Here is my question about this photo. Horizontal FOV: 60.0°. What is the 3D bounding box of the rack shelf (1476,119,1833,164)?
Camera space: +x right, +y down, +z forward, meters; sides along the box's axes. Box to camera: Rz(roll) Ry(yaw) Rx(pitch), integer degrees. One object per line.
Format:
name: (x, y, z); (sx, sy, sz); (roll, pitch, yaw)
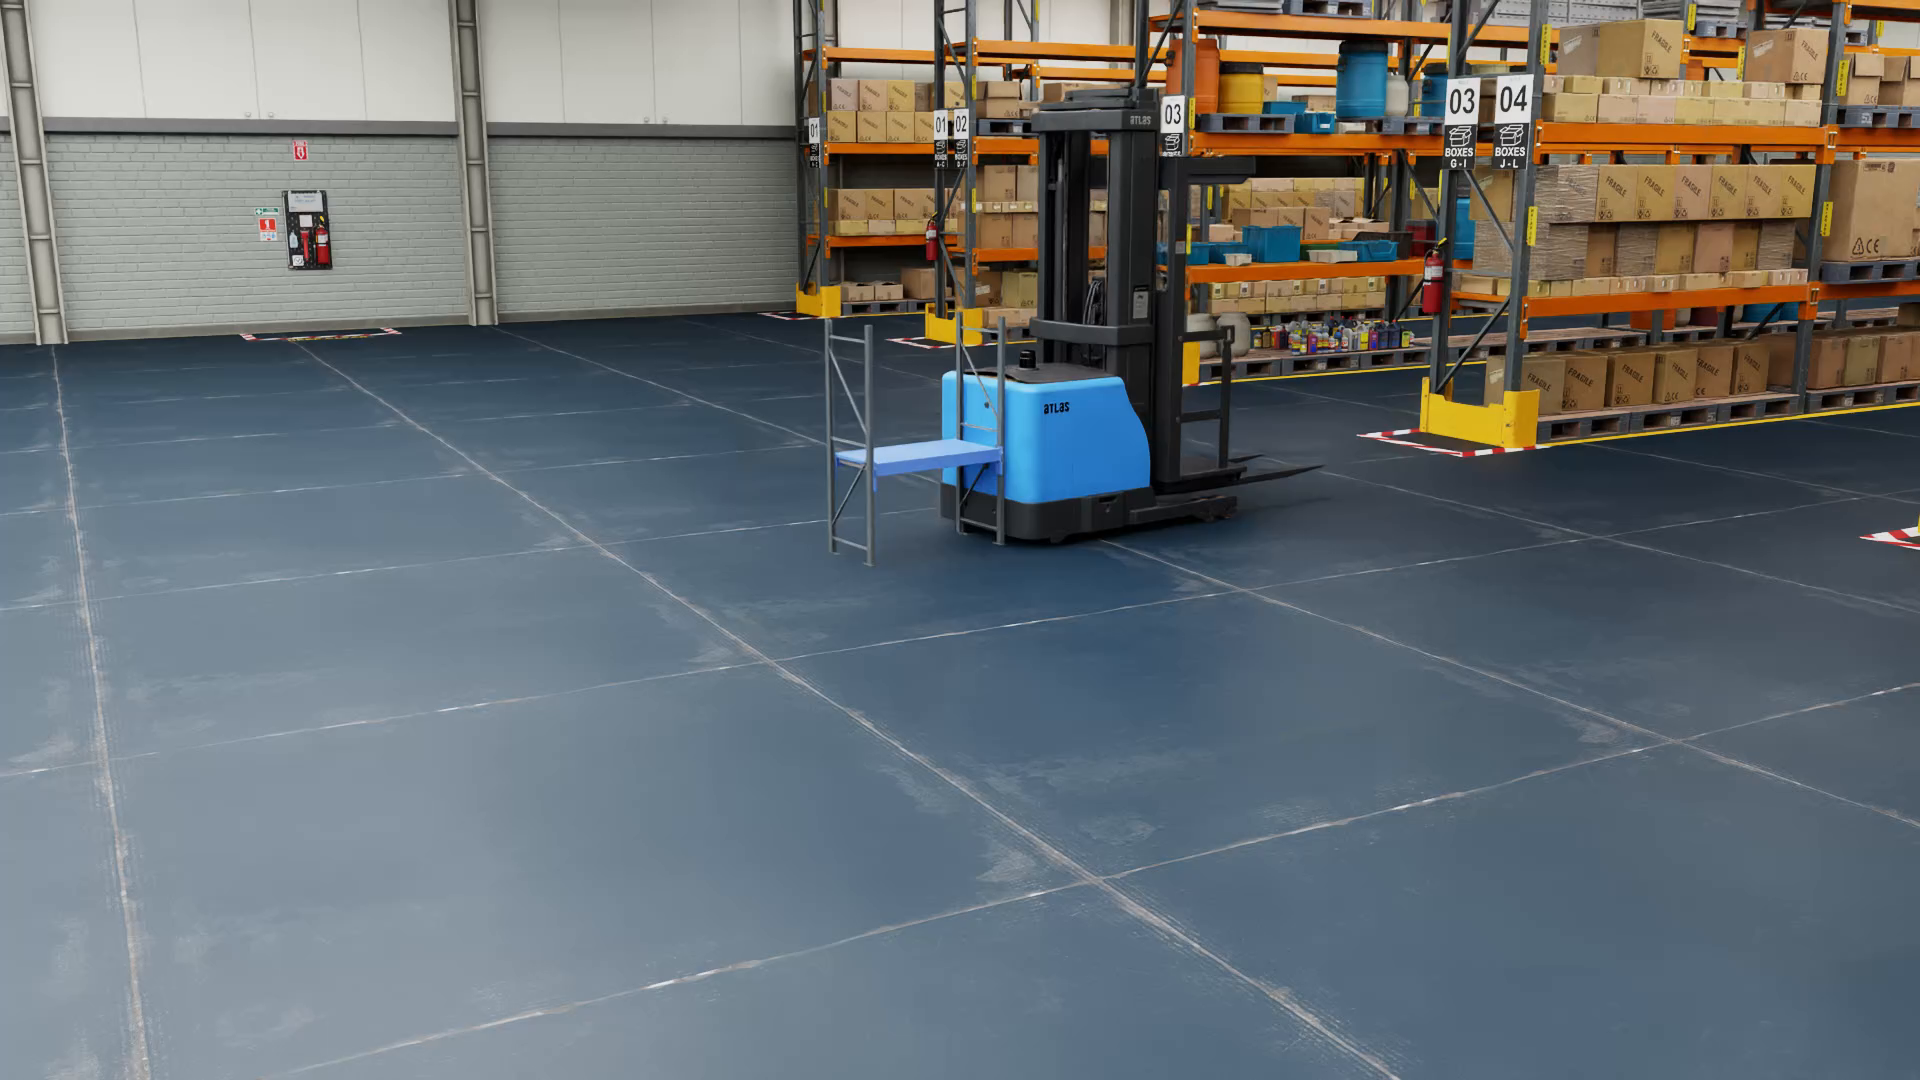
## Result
rack shelf: (6.427, -3.715, 15.592); (4.000, 0.370, 1.077); (-7, 14, -28)

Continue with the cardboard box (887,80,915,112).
cardboard box: (-1.085, -7.359, 27.592); (0.500, 0.500, 0.500); (-6, 14, -26)

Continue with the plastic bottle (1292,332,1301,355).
plastic bottle: (4.040, -2.361, 19.980); (0.097, 0.271, 0.097); (0, 13, 0)

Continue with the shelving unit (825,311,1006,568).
shelving unit: (-0.277, -0.671, 10.676); (1.048, 1.500, 0.538); (-9, 16, -35)

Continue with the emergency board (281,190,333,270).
emergency board: (-9.702, -4.613, 24.773); (0.643, 1.169, 0.194); (-7, 14, -28)

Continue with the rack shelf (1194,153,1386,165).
rack shelf: (6.329, -7.420, 32.056); (4.000, 0.370, 1.077); (-7, 14, -28)

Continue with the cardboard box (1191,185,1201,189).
cardboard box: (4.285, -6.635, 31.054); (0.250, 0.149, 0.380); (-9, 16, -35)

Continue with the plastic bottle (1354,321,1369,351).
plastic bottle: (4.931, -2.512, 20.472); (0.185, 0.351, 0.144); (-7, 14, -28)

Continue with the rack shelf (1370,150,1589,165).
rack shelf: (8.706, -6.466, 27.816); (4.000, 0.370, 1.077); (-7, 14, -28)

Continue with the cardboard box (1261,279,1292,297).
cardboard box: (4.817, -3.961, 25.908); (0.500, 0.311, 0.500); (-7, 15, -30)

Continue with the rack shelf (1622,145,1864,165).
rack shelf: (11.076, -5.511, 23.573); (4.000, 0.370, 1.077); (-7, 14, -28)

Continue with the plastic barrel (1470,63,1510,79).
plastic barrel: (6.726, -5.640, 21.363); (0.600, 0.901, 0.600); (0, 13, 0)

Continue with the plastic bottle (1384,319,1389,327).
plastic bottle: (5.314, -2.594, 20.836); (0.185, 0.351, 0.144); (-7, 14, -28)

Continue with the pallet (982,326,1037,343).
pallet: (0.580, -3.030, 24.091); (1.213, 0.211, 1.003); (-7, 14, -28)

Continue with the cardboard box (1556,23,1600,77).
cardboard box: (5.911, -4.505, 15.421); (0.500, 0.500, 0.500); (-7, 14, -28)

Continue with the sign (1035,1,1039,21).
sign: (1.307, -8.991, 28.259); (0.005, 0.325, 0.100); (-7, 14, -28)

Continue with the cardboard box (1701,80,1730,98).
cardboard box: (6.882, -4.168, 15.401); (0.250, 0.149, 0.380); (-6, 14, -25)

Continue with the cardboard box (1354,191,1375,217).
cardboard box: (7.800, -6.625, 32.764); (0.500, 0.500, 0.500); (-7, 15, -29)

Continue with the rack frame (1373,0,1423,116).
rack frame: (6.951, -8.070, 26.473); (0.127, 3.000, 1.000); (-7, 14, -28)

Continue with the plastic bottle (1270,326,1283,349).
plastic bottle: (3.935, -2.532, 20.728); (0.135, 0.276, 0.152); (-7, 14, -27)

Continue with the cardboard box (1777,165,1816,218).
cardboard box: (7.920, -3.394, 16.178); (0.500, 0.500, 0.500); (-7, 14, -28)

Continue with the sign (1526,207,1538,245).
sign: (4.932, -2.710, 14.348); (0.005, 0.325, 0.100); (-7, 14, -28)

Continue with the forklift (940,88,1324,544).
forklift: (1.349, -1.641, 11.723); (3.031, 2.935, 1.130); (-9, 16, -36)

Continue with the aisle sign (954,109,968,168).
aisle sign: (0.018, -5.504, 22.813); (0.004, 0.787, 0.394); (-7, 14, -28)

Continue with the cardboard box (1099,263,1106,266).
cardboard box: (2.598, -4.863, 30.575); (0.500, 0.500, 0.700); (-7, 14, -27)

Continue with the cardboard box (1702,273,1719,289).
cardboard box: (7.014, -2.489, 15.911); (0.250, 0.149, 0.380); (-7, 14, -28)

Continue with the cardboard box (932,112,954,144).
cardboard box: (-0.180, -6.982, 28.195); (0.500, 0.500, 0.500); (-7, 15, -30)

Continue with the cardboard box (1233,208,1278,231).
cardboard box: (4.584, -4.904, 25.842); (0.500, 0.500, 0.500); (-6, 14, -24)

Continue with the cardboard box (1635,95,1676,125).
cardboard box: (6.105, -3.890, 15.073); (0.500, 0.250, 0.500); (-7, 14, -28)

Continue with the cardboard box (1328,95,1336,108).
cardboard box: (7.249, -8.544, 32.472); (0.500, 0.250, 0.500); (-6, 14, -24)

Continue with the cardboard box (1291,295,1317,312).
cardboard box: (5.262, -3.743, 26.213); (0.500, 0.250, 0.500); (-7, 14, -27)

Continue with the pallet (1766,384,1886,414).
pallet: (8.866, -1.535, 17.448); (1.213, 0.211, 1.003); (-7, 14, -28)

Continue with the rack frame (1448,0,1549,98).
rack frame: (4.672, -5.319, 14.249); (0.127, 3.000, 1.000); (-7, 14, -28)

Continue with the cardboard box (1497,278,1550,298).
cardboard box: (5.036, -2.254, 14.864); (0.250, 0.149, 0.380); (-7, 14, -28)

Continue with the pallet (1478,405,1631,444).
pallet: (5.469, -1.119, 15.598); (1.213, 0.211, 1.003); (-7, 14, -28)

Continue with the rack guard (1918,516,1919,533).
rack guard: (6.939, -0.204, 10.876); (0.348, 0.500, 1.175); (-7, 14, -28)

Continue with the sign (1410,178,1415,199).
sign: (7.219, -5.602, 26.531); (0.005, 0.325, 0.100); (-7, 14, -28)

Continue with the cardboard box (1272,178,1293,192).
cardboard box: (6.004, -6.775, 31.724); (0.500, 0.250, 0.500); (-7, 14, -27)

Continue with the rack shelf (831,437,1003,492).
rack shelf: (-0.277, -0.496, 10.716); (1.000, 0.185, 0.538); (-9, 16, -35)

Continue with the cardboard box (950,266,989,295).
cardboard box: (0.171, -4.555, 29.209); (0.500, 0.500, 0.500); (-8, 15, -32)

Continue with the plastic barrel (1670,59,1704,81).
plastic barrel: (9.820, -6.125, 22.728); (0.708, 0.830, 0.600); (-7, 14, -28)

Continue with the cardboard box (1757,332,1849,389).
cardboard box: (8.732, -1.869, 17.272); (0.500, 0.500, 0.700); (-8, 15, -32)

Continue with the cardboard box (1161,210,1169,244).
cardboard box: (3.053, -4.723, 25.038); (0.500, 0.500, 0.700); (-7, 15, -29)

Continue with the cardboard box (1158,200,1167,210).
cardboard box: (2.857, -4.964, 24.631); (0.250, 0.149, 0.380); (-7, 15, -30)

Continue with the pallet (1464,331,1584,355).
pallet: (7.553, -2.626, 22.299); (1.213, 0.211, 1.003); (-7, 14, -28)

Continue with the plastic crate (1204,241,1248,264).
plastic crate: (3.167, -3.452, 19.954); (0.408, 0.251, 0.499); (-7, 14, -28)

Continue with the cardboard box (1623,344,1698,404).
cardboard box: (6.806, -1.622, 16.221); (0.500, 0.500, 0.500); (-8, 15, -33)

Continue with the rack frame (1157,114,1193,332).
rack frame: (2.299, -3.347, 19.149); (0.127, 3.000, 1.000); (-7, 14, -28)

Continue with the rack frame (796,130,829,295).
rack frame: (-2.448, -5.256, 27.632); (0.127, 3.000, 1.000); (-7, 14, -28)

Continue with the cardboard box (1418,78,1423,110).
cardboard box: (7.337, -7.188, 26.880); (0.500, 0.500, 0.500); (-7, 14, -28)

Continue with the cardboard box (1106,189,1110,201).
cardboard box: (2.170, -5.250, 24.425); (0.500, 0.500, 0.700); (-7, 14, -28)

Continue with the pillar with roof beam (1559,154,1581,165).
pillar with roof beam: (15.614, -9.487, 32.769); (0.400, 9.000, 9.100); (-7, 14, -28)
